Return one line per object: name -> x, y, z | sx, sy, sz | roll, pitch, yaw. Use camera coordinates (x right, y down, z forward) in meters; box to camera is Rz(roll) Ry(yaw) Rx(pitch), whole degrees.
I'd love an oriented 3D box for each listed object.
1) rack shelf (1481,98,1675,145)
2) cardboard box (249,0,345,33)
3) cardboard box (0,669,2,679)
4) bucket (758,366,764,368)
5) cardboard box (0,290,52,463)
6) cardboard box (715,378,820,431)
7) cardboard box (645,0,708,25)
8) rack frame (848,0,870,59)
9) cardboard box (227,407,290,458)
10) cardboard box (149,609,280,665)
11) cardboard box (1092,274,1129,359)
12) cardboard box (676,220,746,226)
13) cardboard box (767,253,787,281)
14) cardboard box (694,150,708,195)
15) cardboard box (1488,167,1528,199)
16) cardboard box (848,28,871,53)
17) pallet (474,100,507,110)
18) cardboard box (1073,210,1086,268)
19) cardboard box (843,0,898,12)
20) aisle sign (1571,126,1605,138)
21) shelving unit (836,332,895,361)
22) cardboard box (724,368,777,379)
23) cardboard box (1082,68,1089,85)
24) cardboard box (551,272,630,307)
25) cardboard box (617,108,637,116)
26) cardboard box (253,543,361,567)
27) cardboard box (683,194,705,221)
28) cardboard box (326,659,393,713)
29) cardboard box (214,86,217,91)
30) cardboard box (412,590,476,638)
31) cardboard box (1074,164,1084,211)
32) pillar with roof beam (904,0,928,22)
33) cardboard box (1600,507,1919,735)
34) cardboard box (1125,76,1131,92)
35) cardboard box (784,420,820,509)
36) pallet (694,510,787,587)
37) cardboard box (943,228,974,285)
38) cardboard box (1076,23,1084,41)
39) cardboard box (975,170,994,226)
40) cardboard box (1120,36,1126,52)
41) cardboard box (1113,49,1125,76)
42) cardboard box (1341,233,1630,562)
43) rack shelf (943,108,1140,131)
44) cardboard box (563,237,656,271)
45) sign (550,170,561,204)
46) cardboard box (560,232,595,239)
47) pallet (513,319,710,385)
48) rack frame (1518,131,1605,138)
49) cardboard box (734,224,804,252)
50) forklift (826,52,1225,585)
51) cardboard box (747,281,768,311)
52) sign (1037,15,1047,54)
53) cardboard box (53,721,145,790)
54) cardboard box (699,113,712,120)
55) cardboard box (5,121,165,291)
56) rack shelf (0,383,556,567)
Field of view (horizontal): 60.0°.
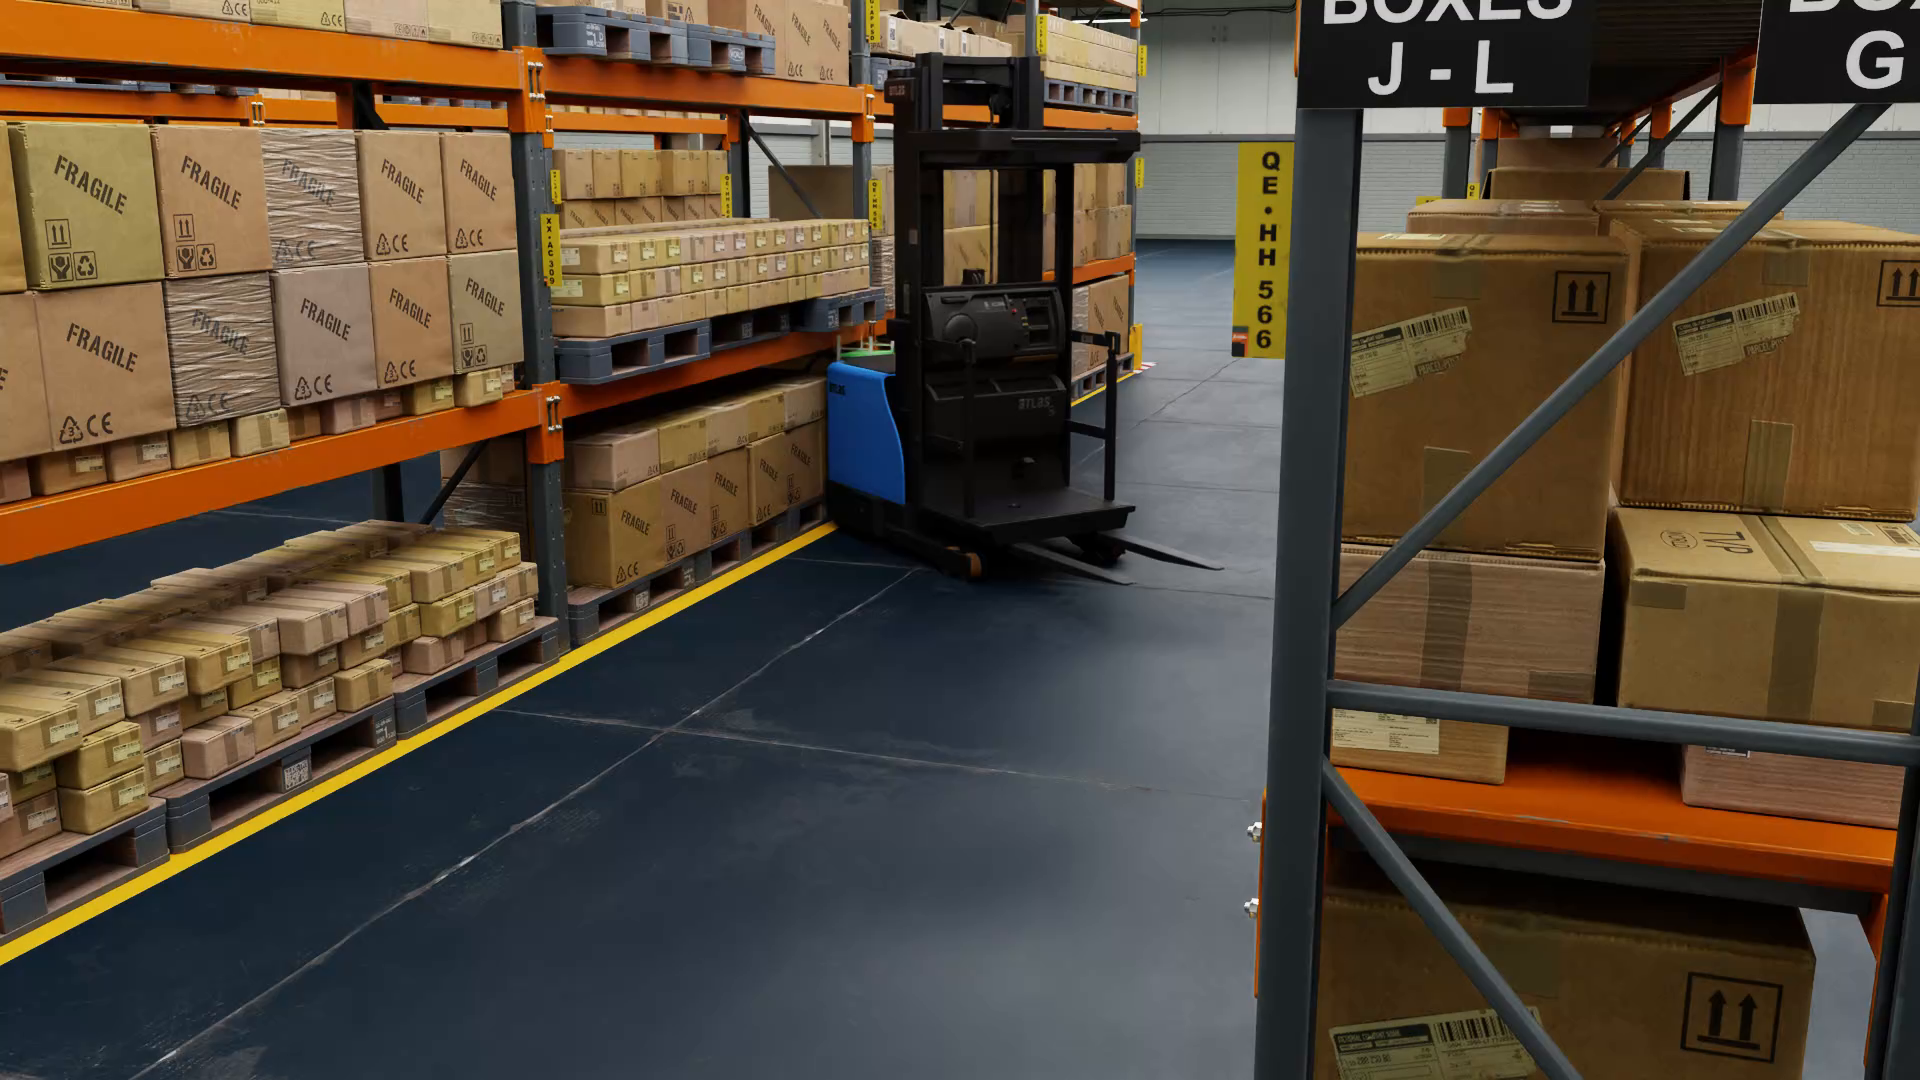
rack shelf -> 4.215, -2.936, 11.484 | 1.077, 0.370, 4.000 | 4, 14, 18
cardboard box -> -2.626, -1.994, 6.080 | 0.500, 0.250, 0.500 | 4, 14, 18
cardboard box -> -3.506, 0.506, 5.655 | 0.380, 0.149, 0.250 | 4, 13, 16
bucket -> -1.936, -1.963, 16.289 | 0.726, 0.611, 0.620 | 10, 26, 38
cardboard box -> -3.125, -0.480, 4.955 | 0.500, 0.500, 0.500 | 4, 14, 19
cardboard box -> -1.219, -0.863, 10.516 | 0.500, 0.250, 0.500 | 5, 14, 19
cardboard box -> -1.762, -2.972, 8.852 | 0.797, 0.503, 0.637 | 4, 14, 18
rack frame -> -1.092, -4.706, 10.883 | 1.000, 3.000, 0.127 | 4, 14, 18
cardboard box -> -2.695, -0.405, 6.087 | 0.380, 0.149, 0.250 | 5, 14, 20
cardboard box -> -2.792, 0.374, 6.234 | 0.380, 0.149, 0.250 | 4, 14, 19
cardboard box -> 1.339, -2.487, 18.474 | 0.875, 0.875, 0.875 | 4, 14, 19
cardboard box -> -1.593, -1.962, 10.627 | 0.380, 0.149, 0.250 | 4, 14, 18
cardboard box -> -1.237, -1.600, 9.709 | 0.380, 0.149, 0.250 | 5, 14, 20
cardboard box -> -3.350, -4.253, 19.239 | 0.700, 0.500, 0.500 | 4, 14, 19
cardboard box -> 2.892, -1.509, 7.880 | 0.797, 0.503, 0.637 | 5, 14, 20
cardboard box -> -0.833, -3.433, 11.445 | 0.380, 0.149, 0.250 | 4, 13, 16
pallet -> -4.815, -4.207, 15.860 | 1.213, 0.211, 1.003 | 4, 14, 18
cardboard box -> 0.753, -2.998, 16.544 | 0.875, 0.550, 0.550 | 4, 14, 18
cardboard box -> -0.795, -3.932, 12.840 | 0.500, 0.500, 0.500 | 4, 14, 18
aisle sign -> 6.461, -4.346, 16.946 | 0.394, 0.787, 0.004 | 4, 14, 18
shelving unit -> -0.628, -0.778, 11.146 | 0.258, 1.200, 0.503 | 3, 10, 14
cardboard box -> -1.545, -1.005, 11.139 | 0.500, 0.250, 0.500 | 4, 13, 16
cardboard box -> 1.052, -4.537, 16.281 | 0.380, 0.149, 0.250 | 4, 14, 18
cardboard box -> -1.824, -1.216, 8.027 | 0.380, 0.149, 0.250 | 5, 14, 19
cardboard box -> -3.682, -4.612, 17.775 | 0.380, 0.149, 0.250 | 4, 13, 17
cardboard box -> -2.874, 0.124, 7.329 | 0.380, 0.149, 0.250 | 4, 14, 18
cardboard box -> -3.302, -3.755, 19.307 | 0.500, 0.500, 0.500 | 4, 14, 19
cardboard box -> -2.526, 0.571, 6.707 | 0.380, 0.149, 0.250 | 4, 14, 18
cardboard box -> -5.906, -3.538, 13.070 | 0.380, 0.149, 0.250 | 4, 14, 18
cardboard box -> -2.333, 0.306, 7.201 | 0.380, 0.149, 0.250 | 4, 13, 16
cardboard box -> 0.727, -3.526, 16.432 | 0.875, 0.550, 0.550 | 4, 14, 18
pillar with roof beam -> 2.842, -11.744, 41.717 | 9.100, 9.000, 0.548 | 4, 14, 18
cardboard box -> 1.390, 0.128, 2.854 | 0.500, 0.250, 0.500 | 4, 13, 17
cardboard box -> 1.627, -4.912, 17.921 | 0.380, 0.149, 0.250 | 4, 14, 19
cardboard box -> -1.229, -0.501, 10.615 | 0.500, 0.500, 0.500 | 5, 14, 21
pallet -> -1.743, -0.001, 10.019 | 1.003, 0.211, 1.213 | 4, 14, 18
cardboard box -> -0.203, -2.223, 13.263 | 0.500, 0.500, 0.500 | 4, 14, 18
cardboard box -> 0.969, -4.873, 15.958 | 0.380, 0.149, 0.250 | 5, 14, 19
cardboard box -> -0.118, -2.946, 14.183 | 0.700, 0.500, 0.500 | 4, 13, 17
cardboard box -> 1.543, -5.246, 17.594 | 0.380, 0.149, 0.250 | 5, 14, 19
cardboard box -> 1.439, -5.025, 17.522 | 0.500, 0.250, 0.500 | 4, 14, 19
cardboard box -> 0.889, -0.277, 2.946 | 0.500, 0.500, 0.500 | 5, 14, 19
rack shelf -> 0.849, -4.156, 16.832 | 1.077, 0.370, 4.000 | 4, 14, 18
cardboard box -> -1.739, -1.420, 8.253 | 0.380, 0.149, 0.250 | 5, 14, 20
sign -> -3.988, -3.484, 16.408 | 0.100, 0.325, 0.005 | 4, 14, 18
cardboard box -> -2.185, -1.576, 8.936 | 0.380, 0.149, 0.250 | 4, 14, 18
pallet -> -2.002, -0.996, 8.541 | 1.003, 0.211, 1.213 | 4, 14, 18
rack frame -> 6.157, -3.087, 17.273 | 1.000, 3.000, 0.127 | 4, 14, 18
cardboard box -> -1.152, -1.803, 9.929 | 0.380, 0.149, 0.250 | 4, 14, 18
forklift -> 0.330, -1.310, 9.642 | 1.130, 2.935, 3.031 | -8, 15, -31
cardboard box -> -1.322, -1.399, 9.498 | 0.380, 0.149, 0.250 | 4, 13, 16
sign -> 0.718, -4.454, 14.652 | 0.100, 0.325, 0.005 | 4, 14, 18
cardboard box -> -2.945, 0.694, 5.502 | 0.380, 0.149, 0.250 | 5, 14, 20
cardboard box -> -3.121, -4.991, 19.436 | 0.380, 0.149, 0.250 | 4, 14, 19
cardboard box -> -2.938, -1.068, 5.286 | 0.500, 0.500, 0.500 | 4, 13, 17
rack shelf -> -3.034, -0.167, 6.096 | 1.077, 0.370, 4.000 | 4, 14, 18
